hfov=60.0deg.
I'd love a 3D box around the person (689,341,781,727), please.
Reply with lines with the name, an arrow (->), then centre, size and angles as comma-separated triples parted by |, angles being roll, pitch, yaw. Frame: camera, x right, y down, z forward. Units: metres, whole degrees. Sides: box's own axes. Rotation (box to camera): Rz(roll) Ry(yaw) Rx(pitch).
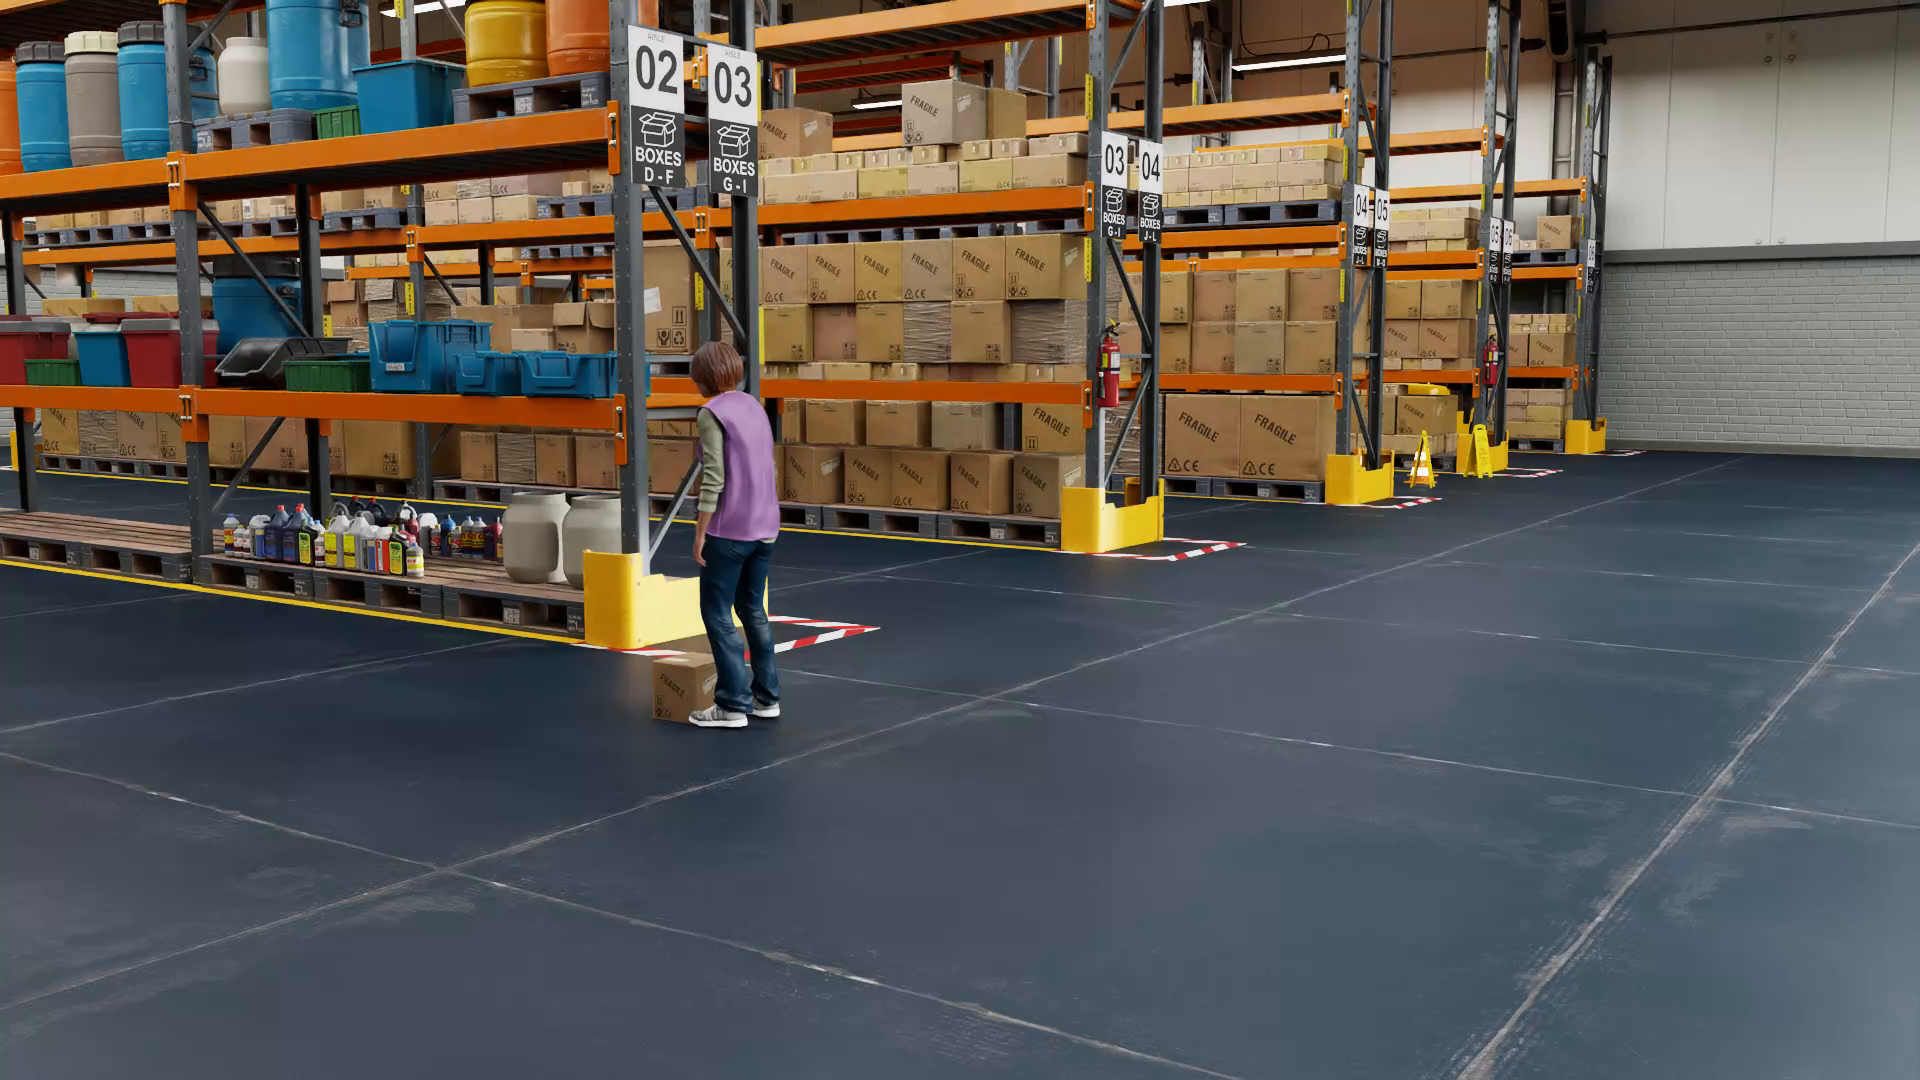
person -> -0.932, -0.022, 6.892 | 0.346, 1.592, 0.479 | 4, 8, 30
